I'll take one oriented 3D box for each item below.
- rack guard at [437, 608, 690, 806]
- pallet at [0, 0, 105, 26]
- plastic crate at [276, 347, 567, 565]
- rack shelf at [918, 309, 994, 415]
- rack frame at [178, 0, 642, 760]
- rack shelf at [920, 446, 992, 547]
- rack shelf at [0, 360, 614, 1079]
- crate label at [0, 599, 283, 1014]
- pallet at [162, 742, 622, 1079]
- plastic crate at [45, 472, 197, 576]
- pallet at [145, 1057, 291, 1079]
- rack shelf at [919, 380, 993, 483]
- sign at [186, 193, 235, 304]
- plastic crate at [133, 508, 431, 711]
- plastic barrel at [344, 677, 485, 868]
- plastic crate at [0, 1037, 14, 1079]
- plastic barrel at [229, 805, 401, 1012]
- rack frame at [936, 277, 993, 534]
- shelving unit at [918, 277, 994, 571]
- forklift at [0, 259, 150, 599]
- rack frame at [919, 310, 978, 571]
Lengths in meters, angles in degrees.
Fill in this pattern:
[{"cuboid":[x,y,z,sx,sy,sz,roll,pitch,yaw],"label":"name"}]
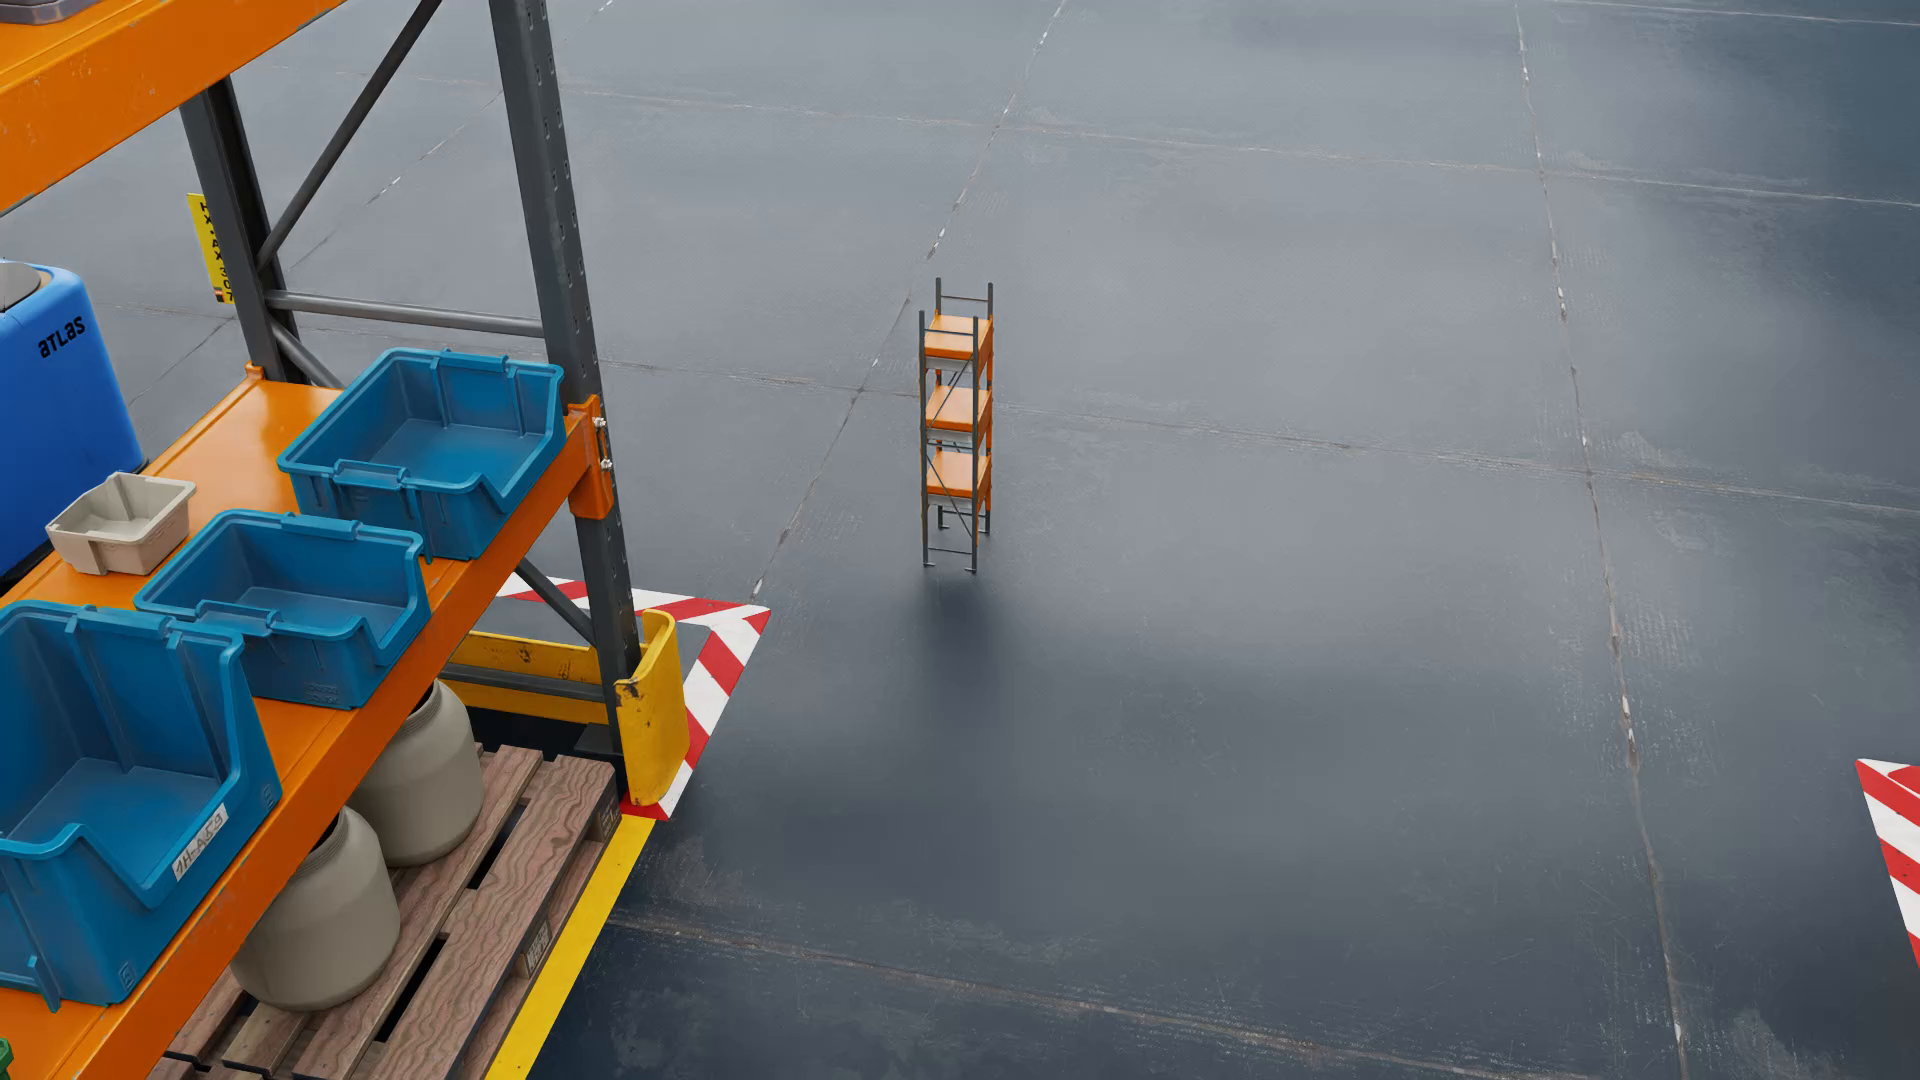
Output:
[{"cuboid":[-1.462,0.453,5.199,1.175,0.500,0.348,7,37,10],"label":"rack guard"},{"cuboid":[-1.764,-1.285,3.071,1.003,0.211,1.213,7,37,10],"label":"pallet"},{"cuboid":[-1.306,-0.224,4.130,0.499,0.251,0.616,7,37,10],"label":"plastic crate"},{"cuboid":[-0.011,-0.616,5.739,0.215,0.259,0.240,7,37,10],"label":"rack shelf"},{"cuboid":[-1.492,-0.609,4.534,1.000,3.000,0.127,7,37,10],"label":"rack frame"},{"cuboid":[-0.011,-0.161,6.069,0.215,0.259,0.240,7,37,10],"label":"rack shelf"},{"cuboid":[-1.919,0.829,3.163,1.077,0.370,4.000,7,37,10],"label":"rack shelf"},{"cuboid":[-1.621,0.466,3.021,0.502,0.435,0.616,7,37,10],"label":"crate label"},{"cuboid":[-1.641,1.035,4.642,1.003,0.211,1.213,7,37,10],"label":"pallet"},{"cuboid":[-1.997,-0.029,3.959,0.298,0.136,0.250,7,37,10],"label":"plastic crate"},{"cuboid":[-1.904,1.732,3.680,1.003,0.211,1.213,7,37,10],"label":"pallet"},{"cuboid":[-0.011,-0.386,5.906,0.215,0.259,0.240,7,37,10],"label":"rack shelf"},{"cuboid":[-2.028,-0.792,4.551,0.100,0.325,0.005,7,37,10],"label":"sign"},{"cuboid":[-1.451,0.148,3.617,0.499,0.251,0.408,7,37,10],"label":"plastic crate"},{"cuboid":[-1.558,0.616,4.607,0.421,0.512,0.421,0,36,0],"label":"plastic barrel"},{"cuboid":[-1.780,1.028,2.457,0.450,0.188,0.662,7,37,10],"label":"plastic crate"},{"cuboid":[-1.665,0.903,4.210,0.421,0.512,0.421,0,36,0],"label":"plastic barrel"},{"cuboid":[0.015,-0.464,5.996,0.200,1.050,0.008,7,37,10],"label":"rack frame"},{"cuboid":[-0.011,-0.394,5.900,0.215,1.050,0.252,7,37,10],"label":"shelving unit"},{"cuboid":[-3.889,-0.490,4.429,1.130,2.935,3.031,10,37,13],"label":"forklift"},{"cuboid":[-0.038,-0.324,5.803,0.200,1.050,0.008,7,37,10],"label":"rack frame"}]
